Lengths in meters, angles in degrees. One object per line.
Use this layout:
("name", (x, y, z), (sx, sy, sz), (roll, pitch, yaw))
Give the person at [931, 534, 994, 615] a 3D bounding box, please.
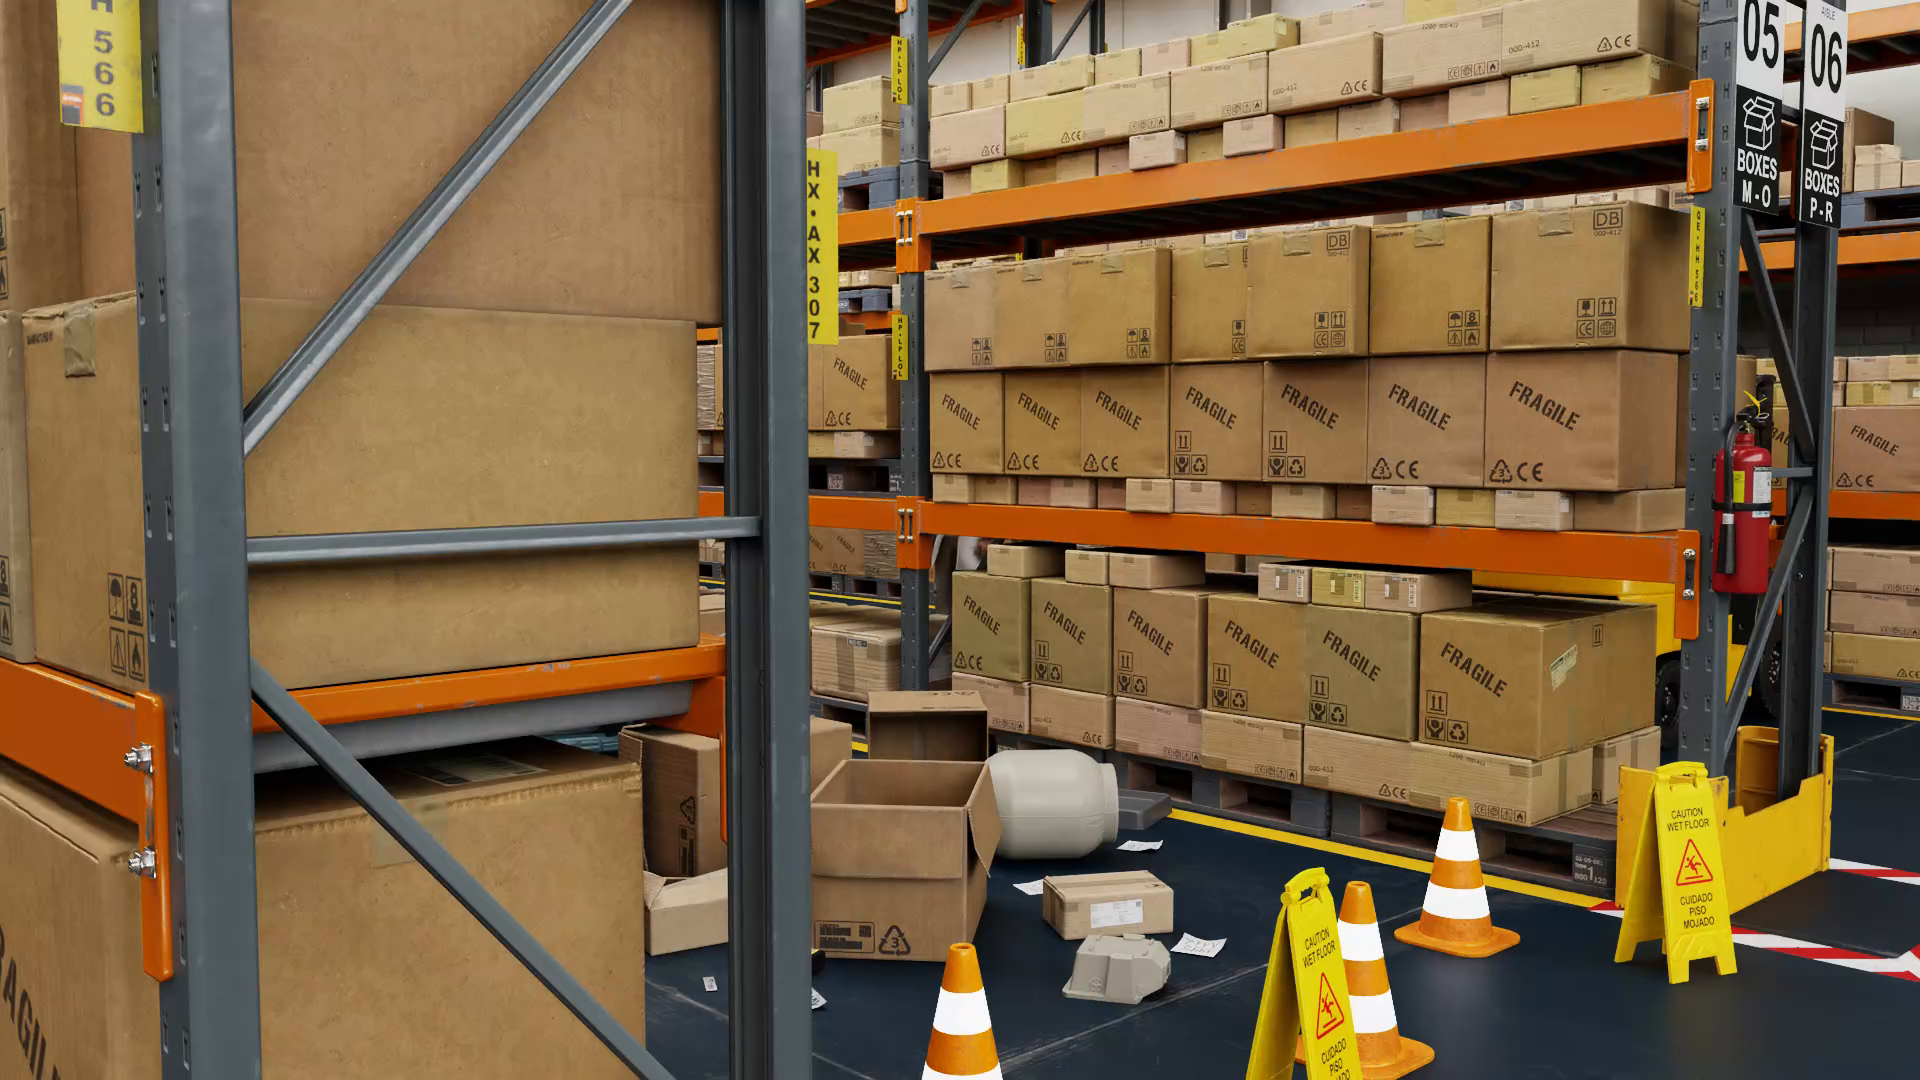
("person", (0.015, -0.007, 11.834), (0.416, 1.774, 0.651), (-4, 5, -45))
